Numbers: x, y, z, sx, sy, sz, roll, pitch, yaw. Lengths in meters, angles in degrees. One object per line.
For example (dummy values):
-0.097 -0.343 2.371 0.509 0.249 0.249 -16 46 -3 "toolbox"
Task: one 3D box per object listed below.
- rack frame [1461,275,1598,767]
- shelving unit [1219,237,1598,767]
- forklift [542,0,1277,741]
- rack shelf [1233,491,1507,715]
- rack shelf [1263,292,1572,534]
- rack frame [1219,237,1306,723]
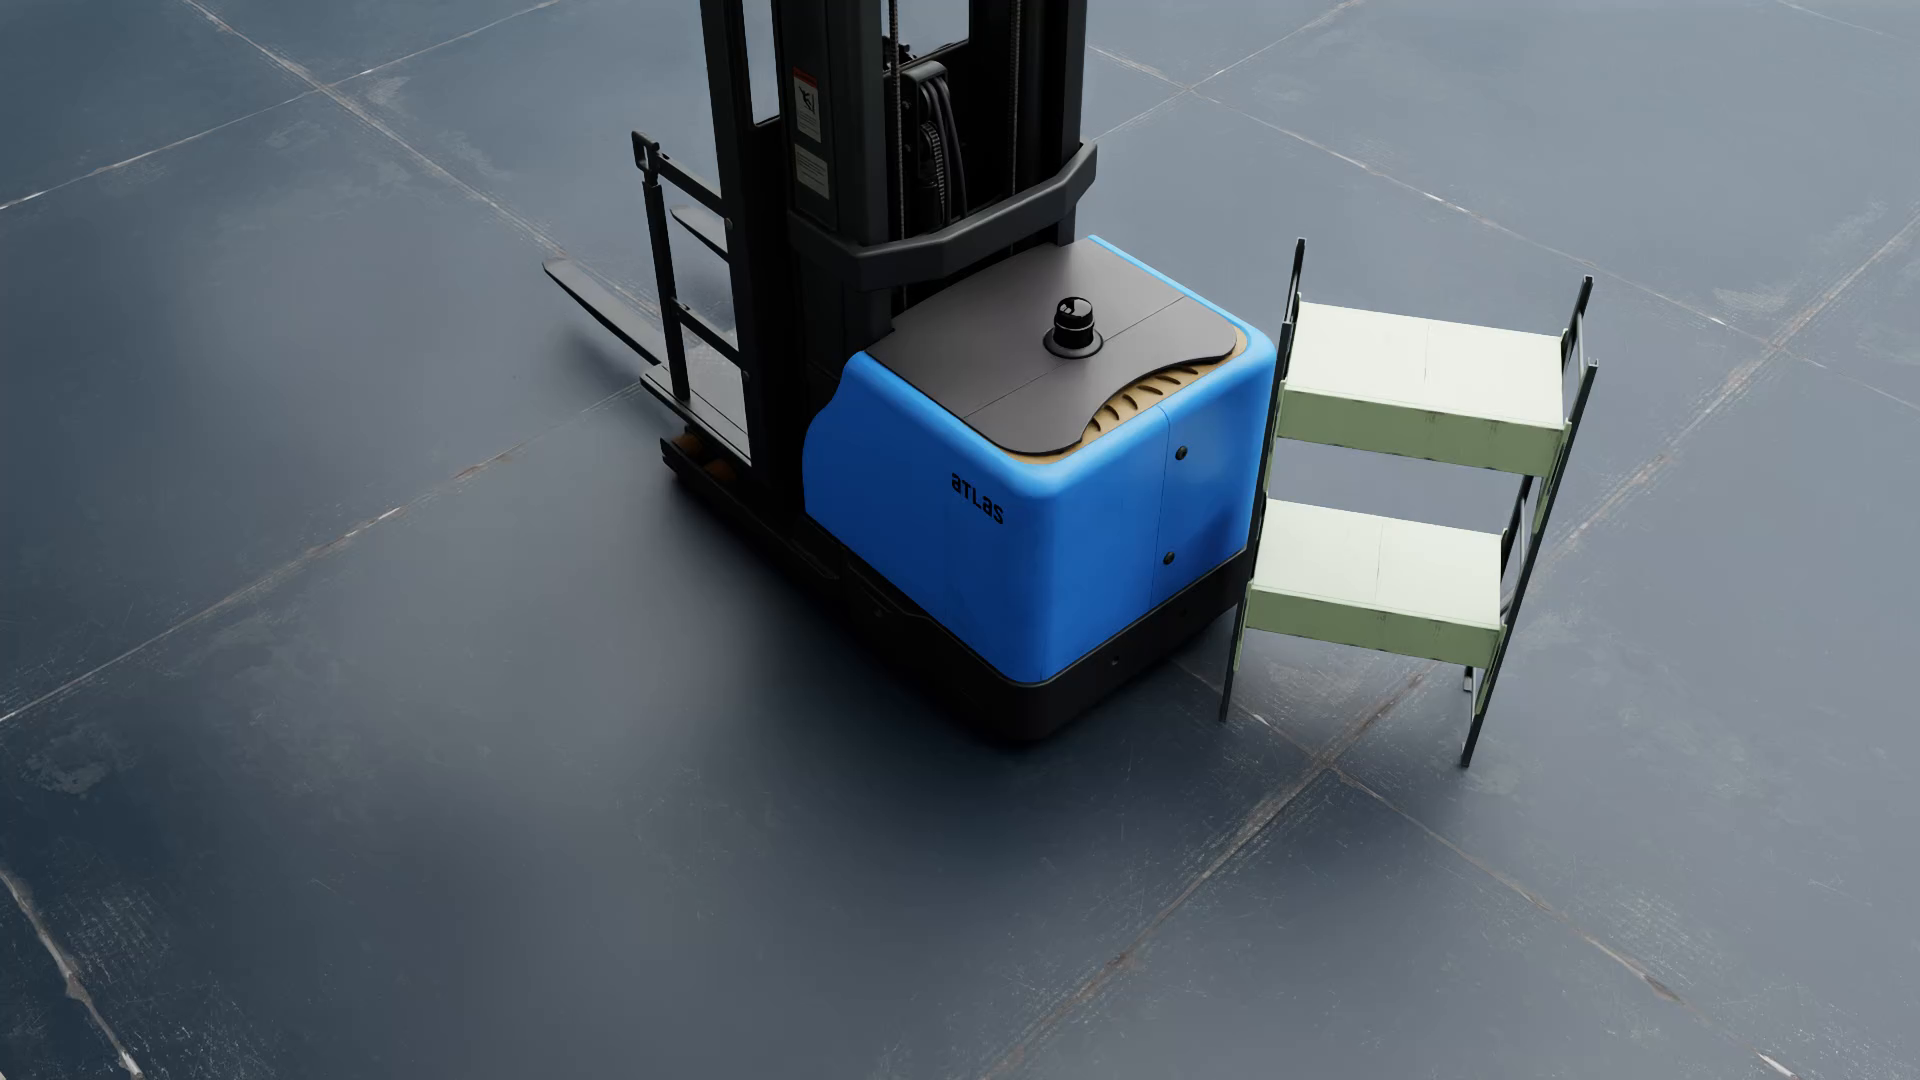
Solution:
1.569 0.000 4.644 0.023 1.500 0.400 10 44 10 "rack frame"
1.214 -0.059 4.708 0.755 1.500 0.431 10 44 10 "shelving unit"
-0.416 -1.397 5.103 1.130 2.935 3.031 -31 51 -29 "forklift"
1.214 0.180 4.930 0.720 0.370 0.431 10 44 10 "rack shelf"
1.214 -0.345 4.443 0.720 0.370 0.431 10 44 10 "rack shelf"
0.859 -0.119 4.773 0.023 1.500 0.400 10 44 10 "rack frame"
